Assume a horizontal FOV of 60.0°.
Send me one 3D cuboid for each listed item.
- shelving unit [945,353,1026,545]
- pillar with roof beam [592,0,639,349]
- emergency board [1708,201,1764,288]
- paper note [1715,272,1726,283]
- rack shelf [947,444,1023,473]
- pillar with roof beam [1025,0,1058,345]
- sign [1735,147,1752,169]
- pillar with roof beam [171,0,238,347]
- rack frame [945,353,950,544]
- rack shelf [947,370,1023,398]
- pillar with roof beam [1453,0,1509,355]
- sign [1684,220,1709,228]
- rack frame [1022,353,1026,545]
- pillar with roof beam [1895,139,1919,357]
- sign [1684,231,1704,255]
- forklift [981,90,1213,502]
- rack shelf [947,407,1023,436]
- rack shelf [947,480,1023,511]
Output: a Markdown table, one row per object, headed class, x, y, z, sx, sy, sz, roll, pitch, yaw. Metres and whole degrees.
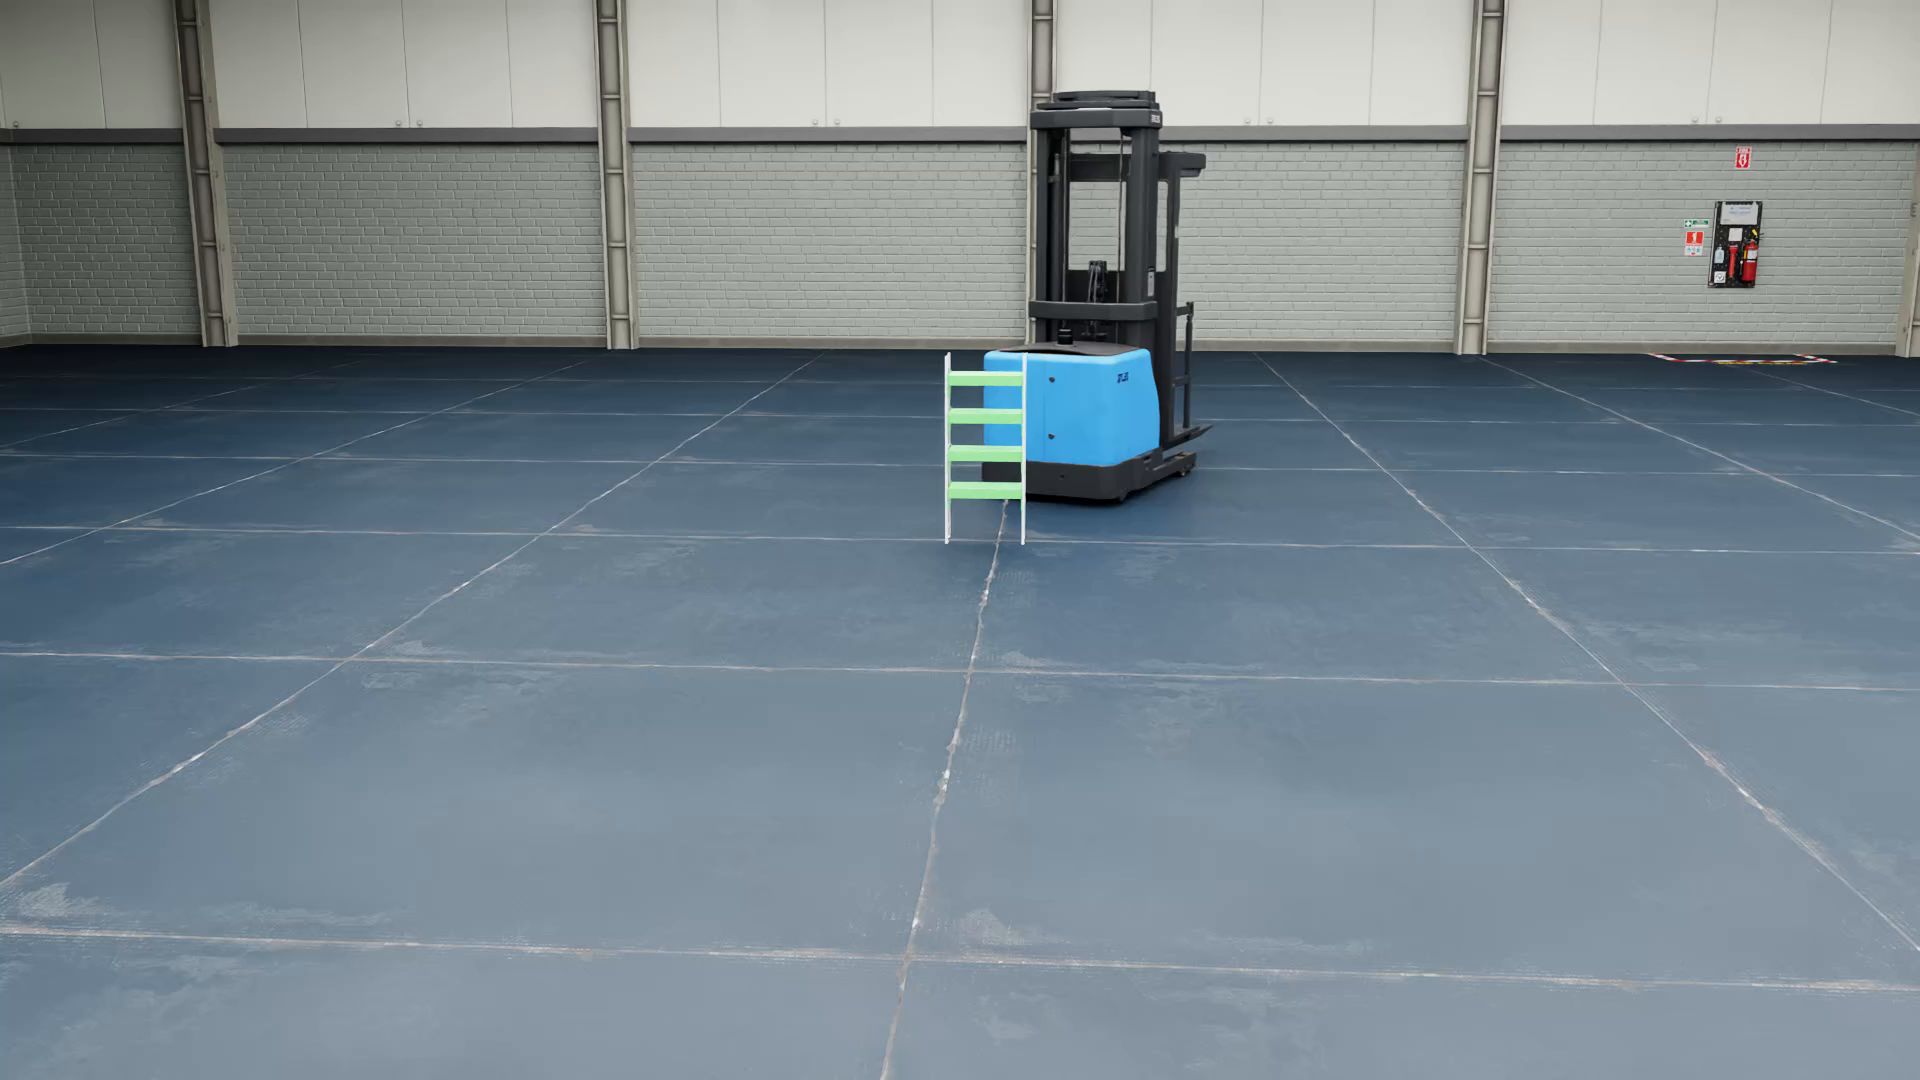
| class | x | y | z | sx | sy | sz | roll | pitch | yaw |
| --- | --- | --- | --- | --- | --- | --- | --- | --- | --- |
| shelving unit | 0.165 | -0.585 | 10.634 | 0.503 | 1.200 | 0.258 | 1 | 12 | 4 |
| pillar with roof beam | -5.147 | -6.295 | 18.886 | 0.400 | 9.000 | 9.100 | 1 | 12 | 4 |
| emergency board | 10.638 | -4.034 | 22.726 | 0.643 | 1.169 | 0.194 | 1 | 12 | 4 |
| paper note | 10.466 | -3.619 | 22.895 | 0.142 | 0.148 | 0.016 | 1 | 12 | 4 |
| rack shelf | 0.165 | -0.522 | 10.647 | 0.480 | 0.148 | 0.258 | 1 | 12 | 4 |
| pillar with roof beam | 0.840 | -6.213 | 18.493 | 0.400 | 9.000 | 9.100 | 1 | 12 | 4 |
| sign | 10.636 | -5.189 | 22.586 | 0.199 | 0.298 | 0.001 | 1 | 12 | 4 |
| pillar with roof beam | -11.133 | -6.378 | 19.278 | 0.400 | 9.000 | 9.100 | 1 | 12 | 4 |
| rack frame | -0.078 | -0.588 | 10.650 | 0.015 | 1.200 | 0.240 | 1 | 12 | 4 |
| rack shelf | 0.165 | -0.992 | 10.549 | 0.480 | 0.148 | 0.258 | 1 | 12 | 4 |
| pillar with roof beam | 6.827 | -6.131 | 18.101 | 0.400 | 9.000 | 9.100 | 1 | 12 | 4 |
| sign | 10.097 | -4.337 | 22.796 | 0.331 | 0.109 | 0.001 | 1 | 12 | 4 |
| rack frame | 0.409 | -0.582 | 10.618 | 0.015 | 1.200 | 0.240 | 1 | 12 | 4 |
| pillar with roof beam | 12.813 | -6.049 | 17.708 | 0.400 | 9.000 | 9.100 | 1 | 12 | 4 |
| sign | 10.093 | -4.080 | 22.859 | 0.234 | 0.329 | 0.001 | 1 | 12 | 4 |
| forklift | 1.248 | -1.970 | 13.027 | 1.130 | 2.935 | 3.031 | 6 | 13 | 25 |
| rack shelf | 0.165 | -0.757 | 10.598 | 0.480 | 0.148 | 0.258 | 1 | 12 | 4 |
| rack shelf | 0.165 | -0.288 | 10.697 | 0.480 | 0.148 | 0.258 | 1 | 12 | 4 |
